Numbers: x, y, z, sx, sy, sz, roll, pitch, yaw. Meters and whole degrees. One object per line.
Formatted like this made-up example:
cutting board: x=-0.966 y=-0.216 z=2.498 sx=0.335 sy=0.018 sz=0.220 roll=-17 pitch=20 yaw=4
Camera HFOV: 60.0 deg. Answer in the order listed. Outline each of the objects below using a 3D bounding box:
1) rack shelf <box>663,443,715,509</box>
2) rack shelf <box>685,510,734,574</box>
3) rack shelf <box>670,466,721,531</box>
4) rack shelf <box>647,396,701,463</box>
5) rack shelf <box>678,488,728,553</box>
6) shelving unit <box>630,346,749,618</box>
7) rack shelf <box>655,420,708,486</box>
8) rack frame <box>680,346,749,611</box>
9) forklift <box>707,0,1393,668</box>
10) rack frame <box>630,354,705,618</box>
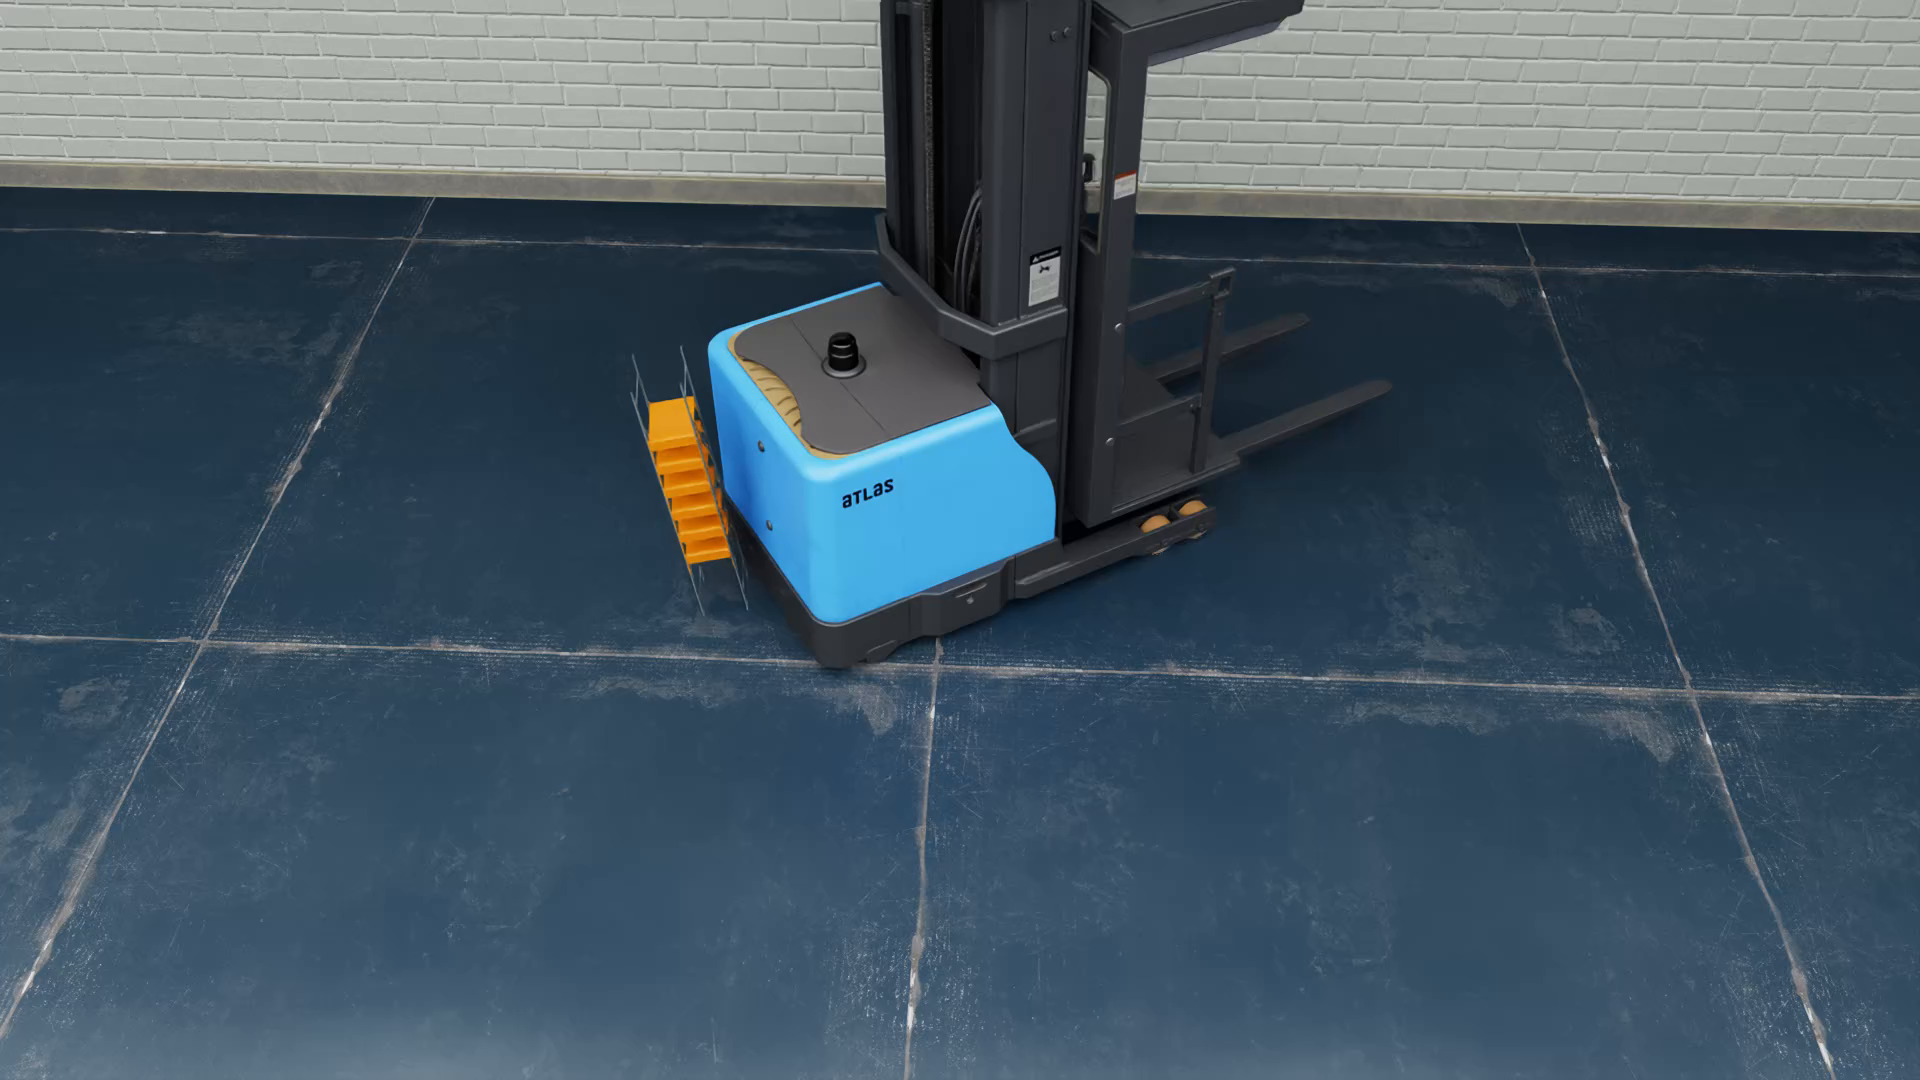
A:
rack shelf: x=-1.064 y=-0.256 z=6.524 sx=0.180 sy=0.103 sz=0.258 roll=-10 pitch=43 yaw=0
rack shelf: x=-1.021 y=0.002 z=6.771 sx=0.180 sy=0.103 sz=0.258 roll=-10 pitch=43 yaw=0
rack shelf: x=-1.049 y=-0.170 z=6.606 sx=0.180 sy=0.103 sz=0.258 roll=-10 pitch=43 yaw=0
rack shelf: x=-1.092 y=-0.428 z=6.359 sx=0.180 sy=0.103 sz=0.258 roll=-10 pitch=43 yaw=0
rack shelf: x=-1.035 y=-0.084 z=6.688 sx=0.180 sy=0.103 sz=0.258 roll=-10 pitch=43 yaw=0
shelving unit: x=-1.055 y=-0.202 z=6.575 sx=0.189 sy=1.200 sz=0.258 roll=-10 pitch=43 yaw=0
rack shelf: x=-1.078 y=-0.342 z=6.441 sx=0.180 sy=0.103 sz=0.258 roll=-10 pitch=43 yaw=0
rack frame: x=-0.965 y=-0.217 z=6.576 sx=0.006 sy=1.200 sz=0.240 roll=-10 pitch=43 yaw=0
forklift: x=0.526 y=-1.307 z=6.503 sx=3.031 sy=2.935 sz=1.130 roll=-21 pitch=47 yaw=-21
rack frame: x=-1.145 y=-0.187 z=6.575 sx=0.006 sy=1.200 sz=0.240 roll=-10 pitch=43 yaw=0
